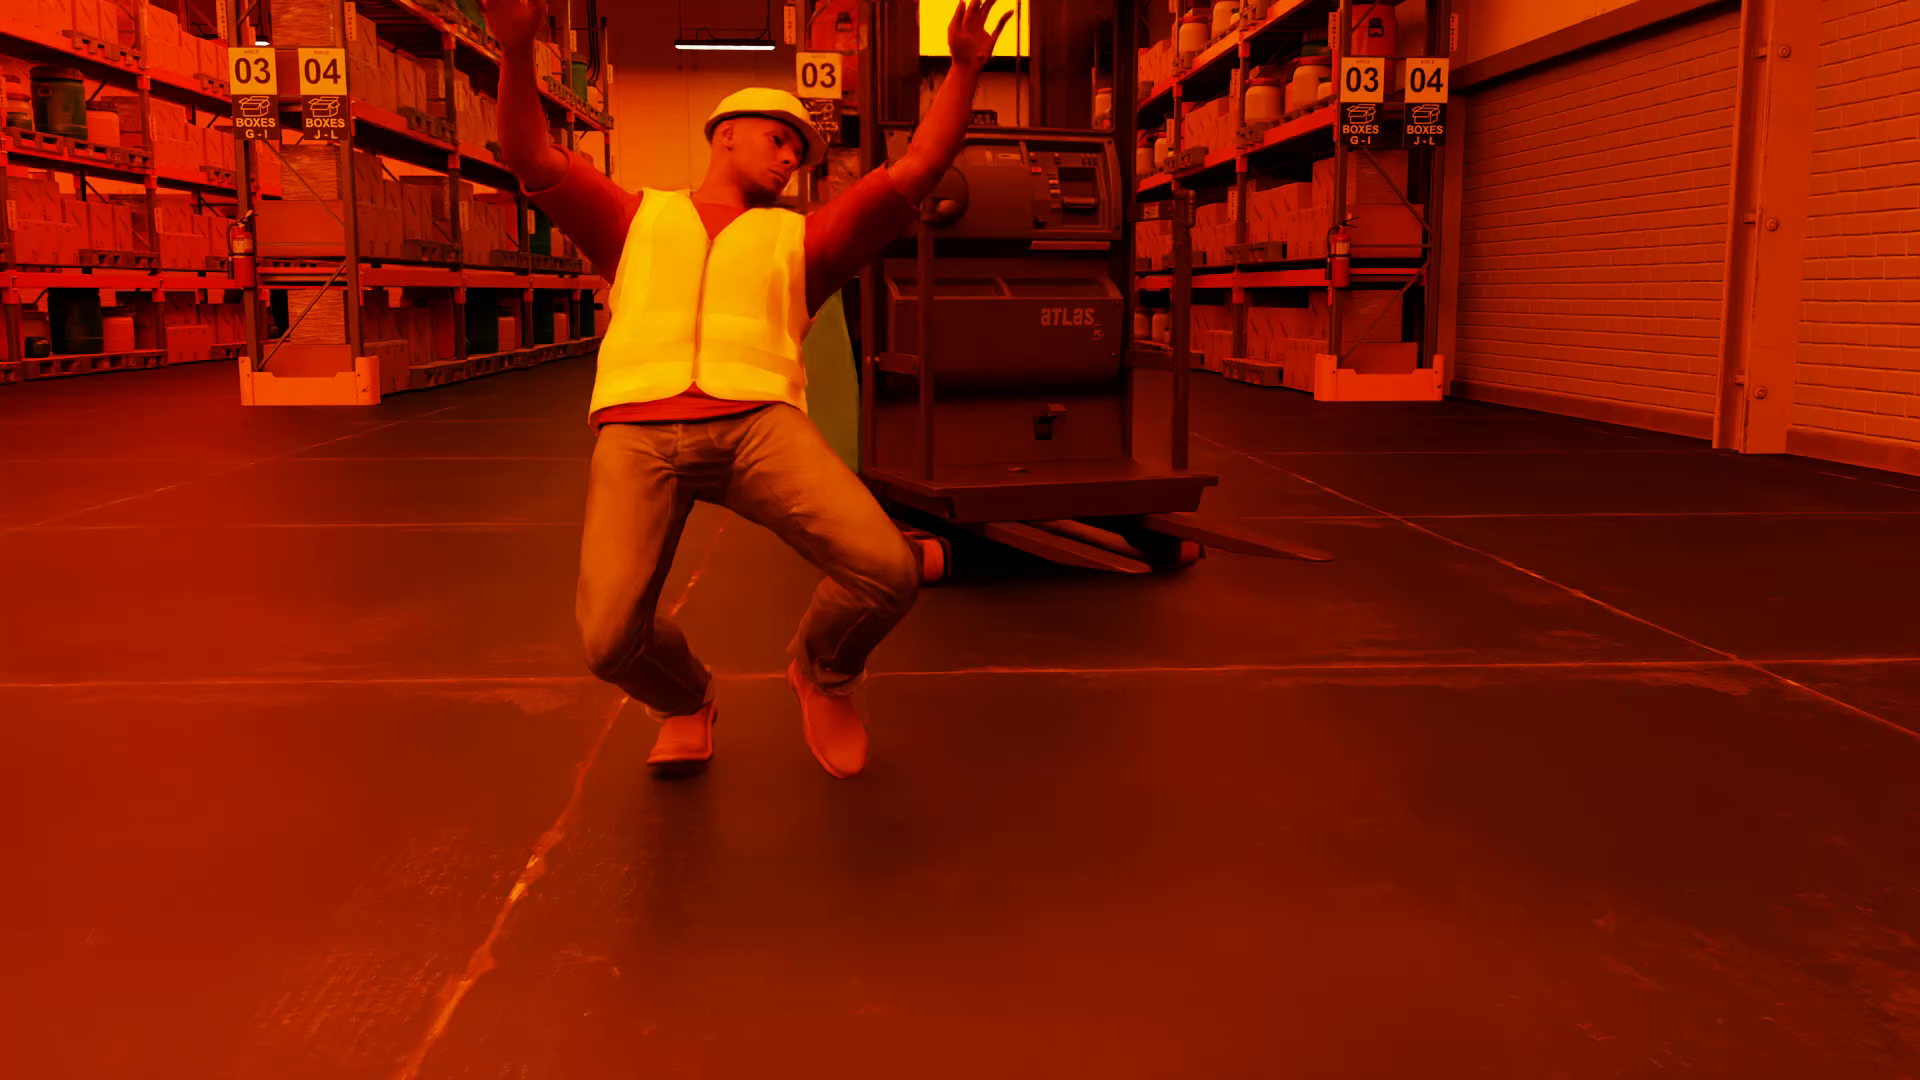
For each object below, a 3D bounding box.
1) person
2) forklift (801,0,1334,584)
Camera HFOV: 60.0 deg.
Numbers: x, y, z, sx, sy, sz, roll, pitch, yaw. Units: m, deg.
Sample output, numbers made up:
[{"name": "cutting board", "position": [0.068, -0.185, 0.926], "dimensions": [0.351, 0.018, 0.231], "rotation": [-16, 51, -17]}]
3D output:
[{"name": "person", "position": [-0.402, -0.305, 3.410], "dimensions": [1.011, 1.627, 0.773], "rotation": [-1, 8, -6]}, {"name": "forklift", "position": [0.248, -1.363, 6.007], "dimensions": [1.130, 2.935, 3.031], "rotation": [-3, 9, -21]}]
